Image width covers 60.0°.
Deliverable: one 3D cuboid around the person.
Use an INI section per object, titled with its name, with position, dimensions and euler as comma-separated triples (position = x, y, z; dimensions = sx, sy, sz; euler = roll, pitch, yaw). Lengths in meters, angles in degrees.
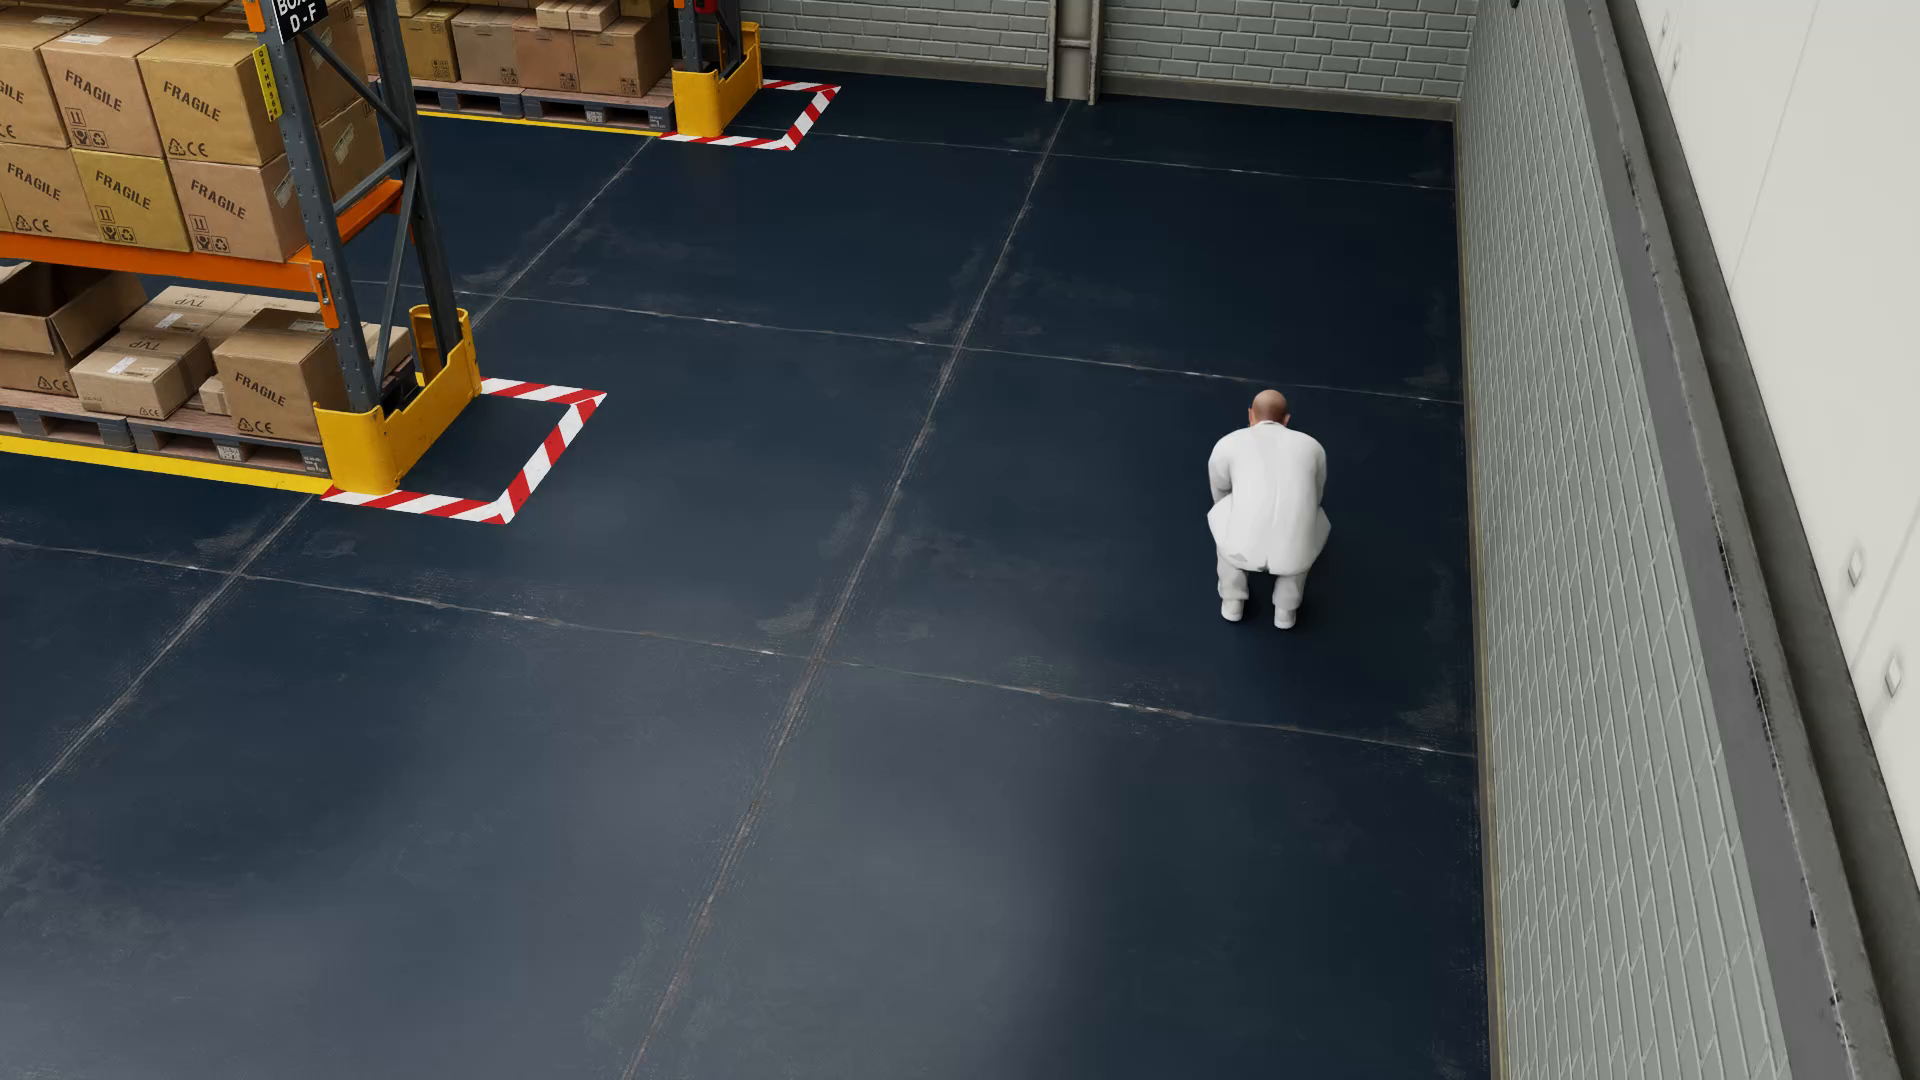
[person]
position = 1.463, -0.138, 7.914
dimensions = 0.609, 0.902, 0.909
euler = 7, 37, 10
